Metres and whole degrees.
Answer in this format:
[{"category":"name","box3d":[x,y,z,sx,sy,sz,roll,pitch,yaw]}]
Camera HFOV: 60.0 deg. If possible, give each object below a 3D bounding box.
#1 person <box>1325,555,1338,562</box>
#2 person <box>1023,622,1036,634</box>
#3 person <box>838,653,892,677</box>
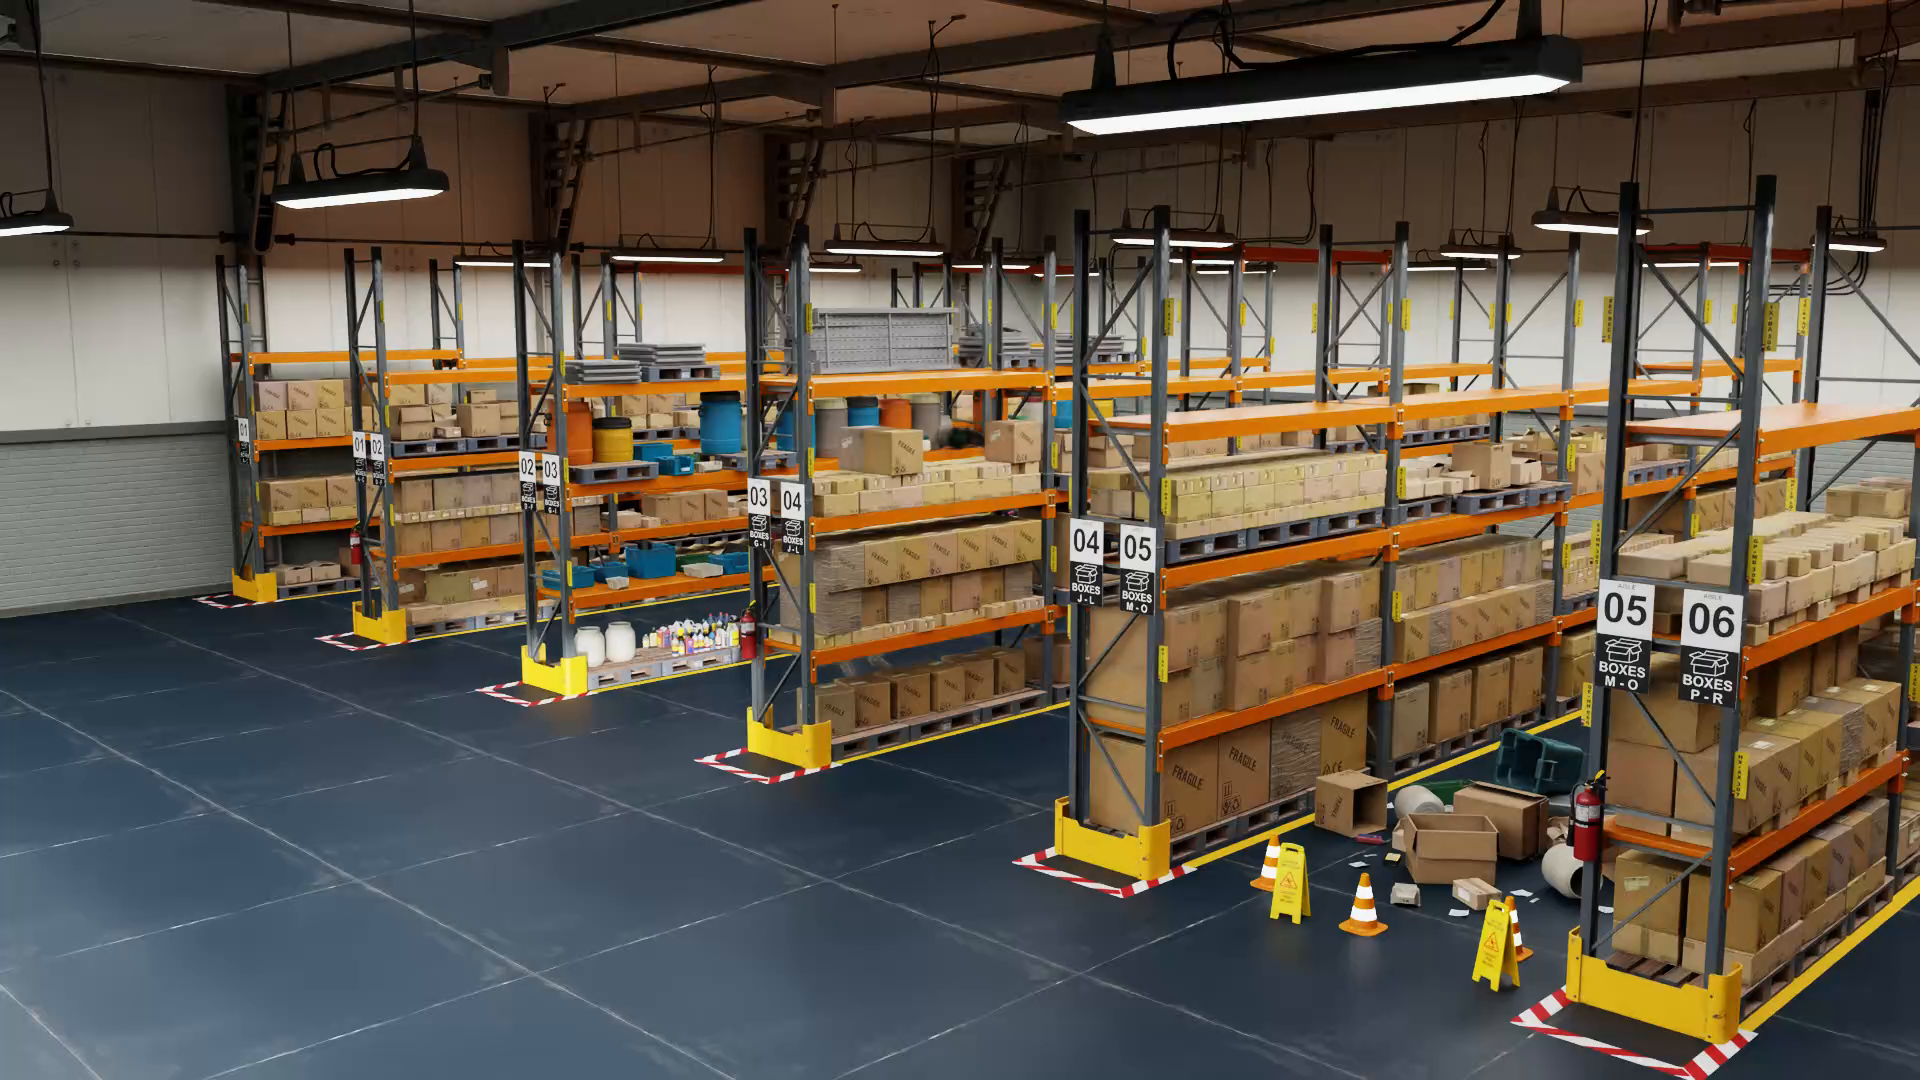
[{"category":"person","box3d":[5.291,0.912,23.904,0.674,1.720,0.659,7,11,41]},{"category":"person","box3d":[1.095,0.535,24.706,0.646,1.726,0.716,5,9,29]},{"category":"person","box3d":[-1.277,1.261,21.888,1.122,1.589,0.702,-4,9,-29]}]
